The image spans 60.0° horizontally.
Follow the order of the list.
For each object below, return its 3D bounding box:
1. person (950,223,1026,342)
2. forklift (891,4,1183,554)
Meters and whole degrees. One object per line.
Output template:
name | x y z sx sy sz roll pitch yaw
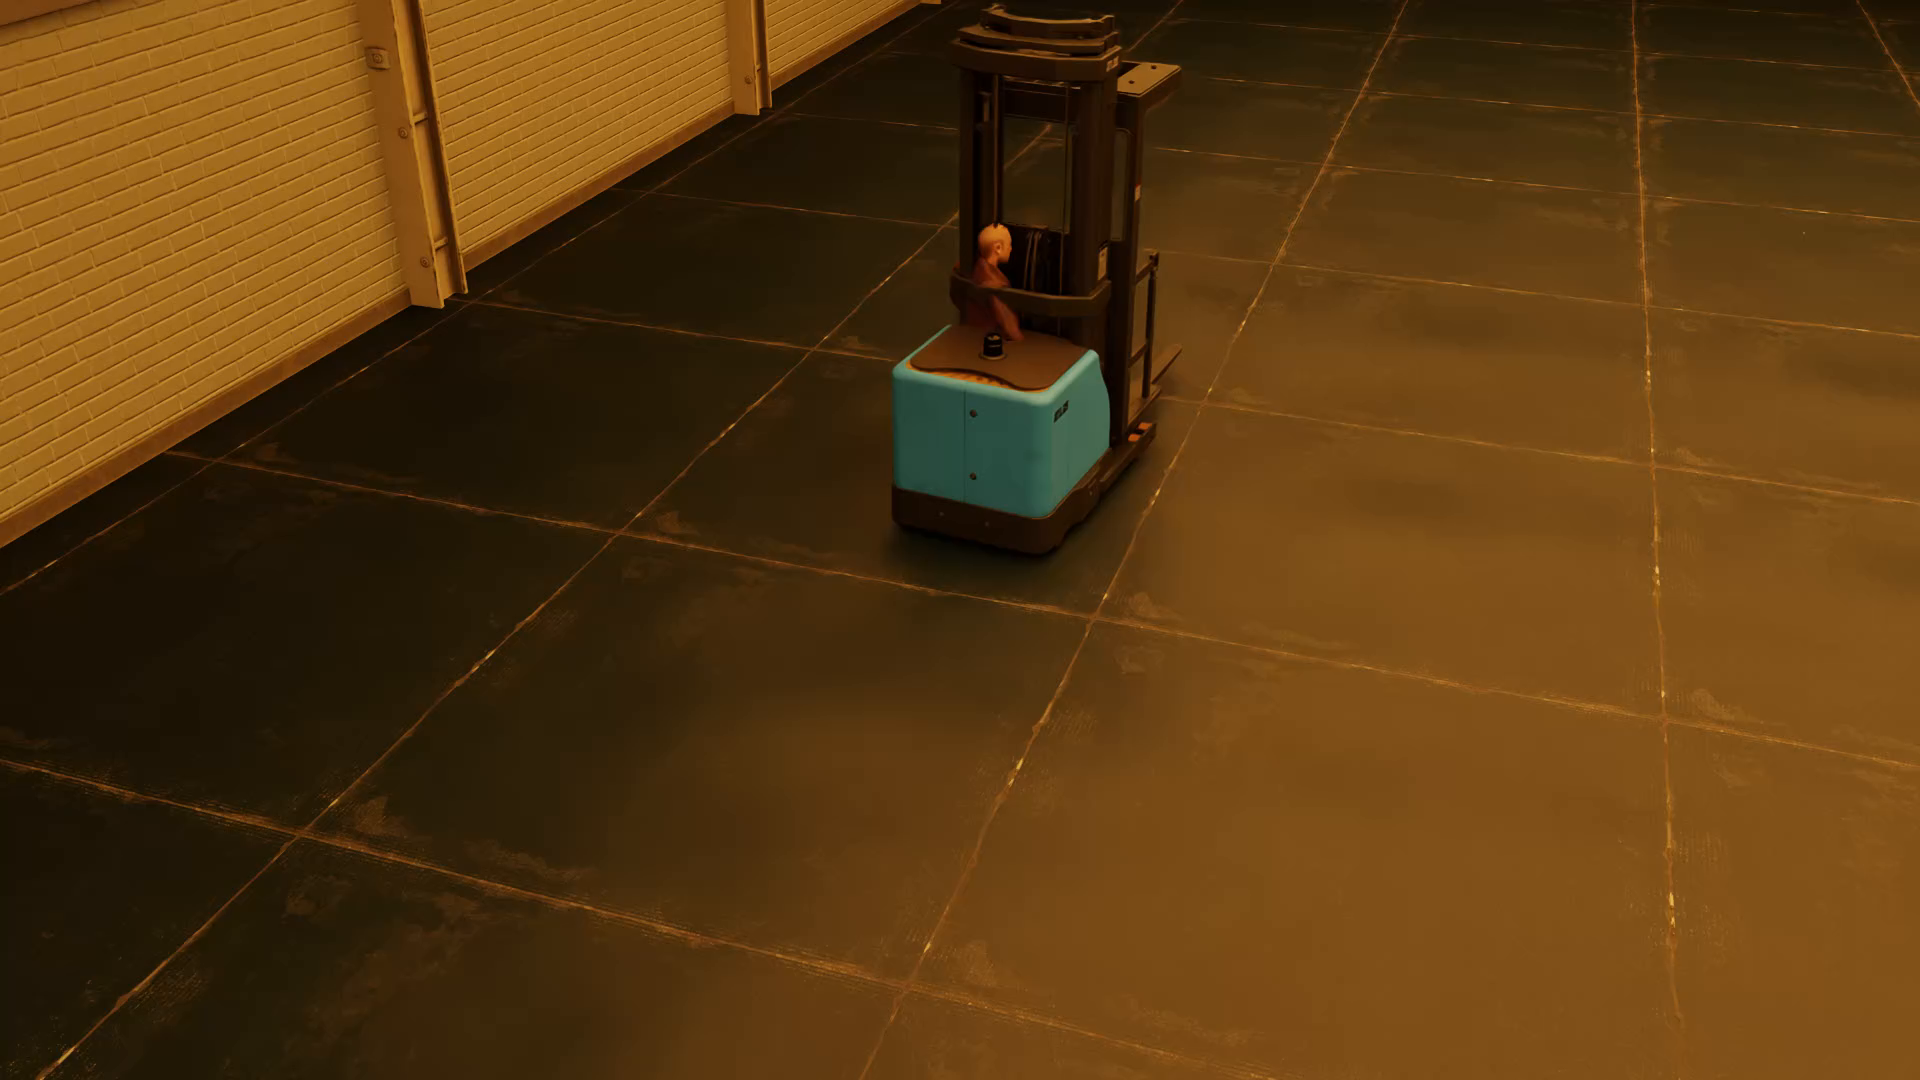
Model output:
person | 0.320 -1.157 10.418 0.600 1.720 0.896 -10 31 -17
forklift | 0.672 -1.897 10.465 1.130 2.935 3.031 13 32 22
